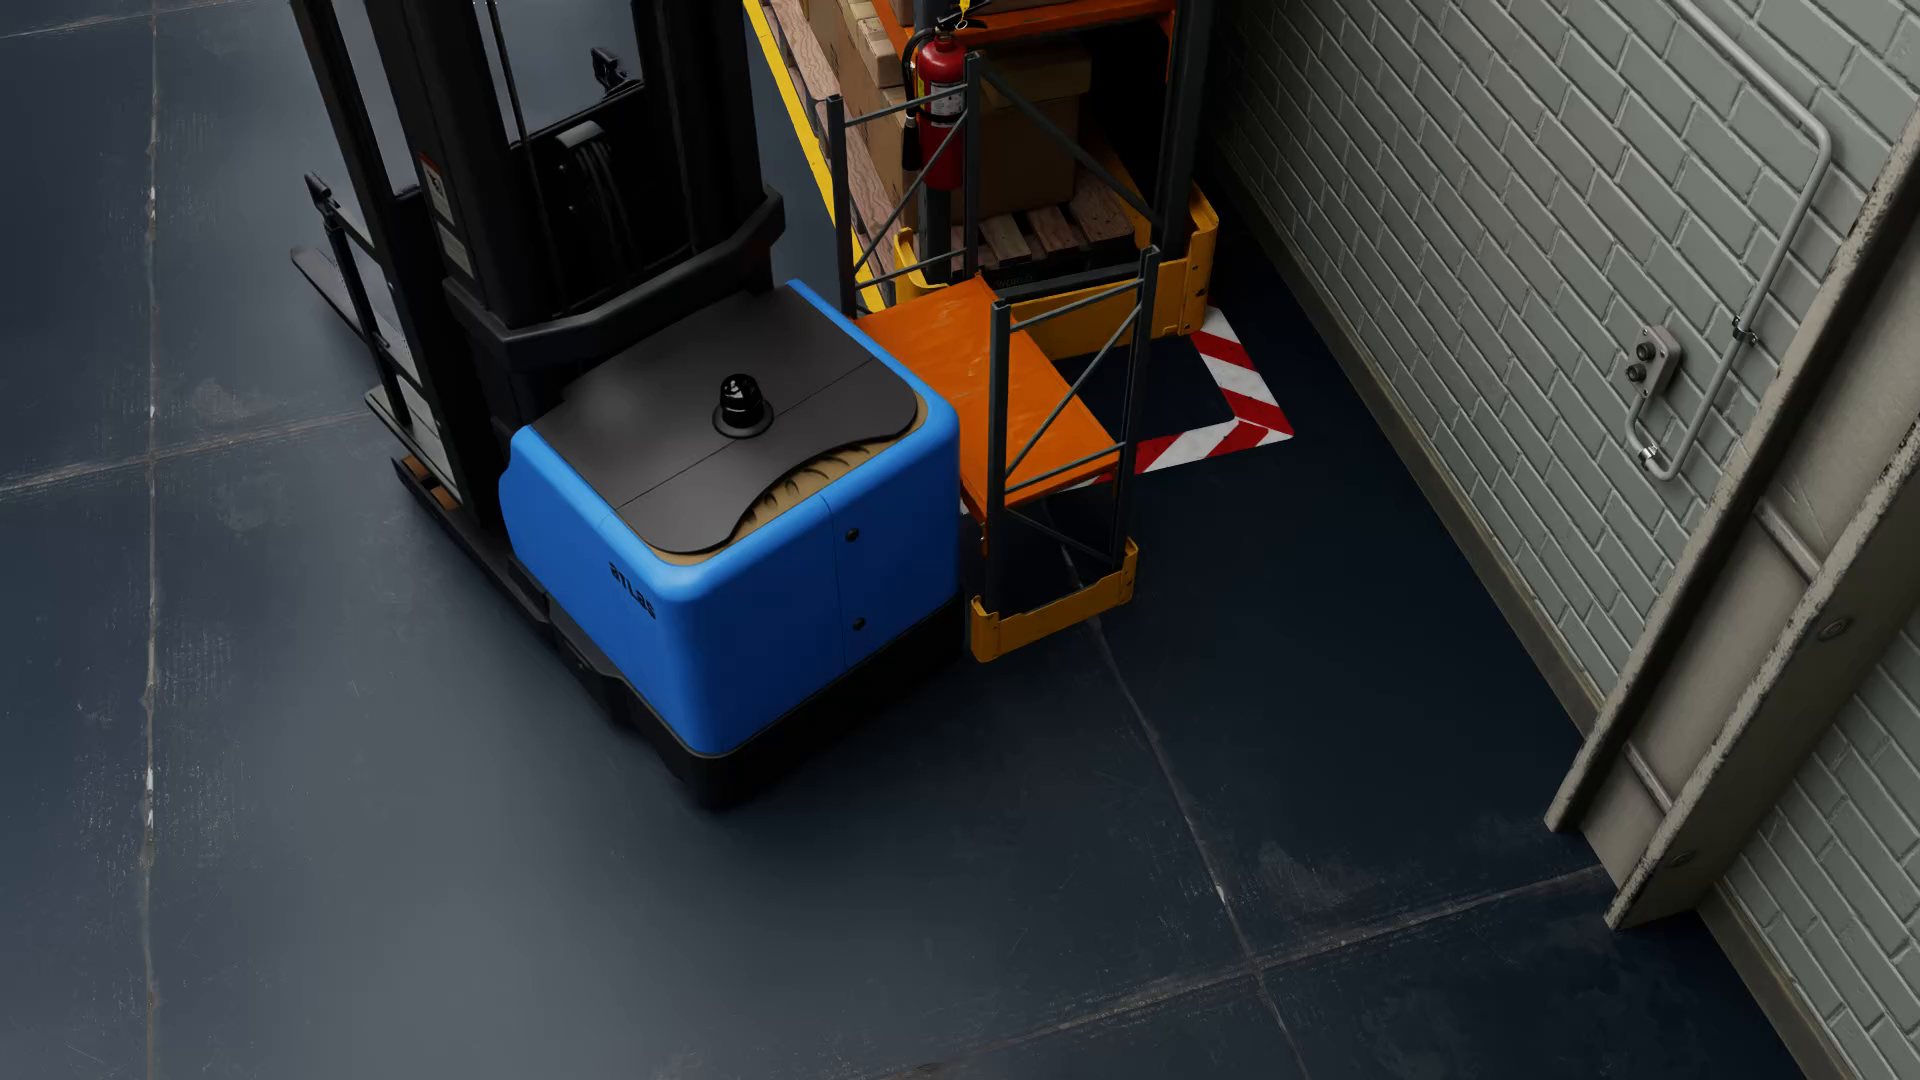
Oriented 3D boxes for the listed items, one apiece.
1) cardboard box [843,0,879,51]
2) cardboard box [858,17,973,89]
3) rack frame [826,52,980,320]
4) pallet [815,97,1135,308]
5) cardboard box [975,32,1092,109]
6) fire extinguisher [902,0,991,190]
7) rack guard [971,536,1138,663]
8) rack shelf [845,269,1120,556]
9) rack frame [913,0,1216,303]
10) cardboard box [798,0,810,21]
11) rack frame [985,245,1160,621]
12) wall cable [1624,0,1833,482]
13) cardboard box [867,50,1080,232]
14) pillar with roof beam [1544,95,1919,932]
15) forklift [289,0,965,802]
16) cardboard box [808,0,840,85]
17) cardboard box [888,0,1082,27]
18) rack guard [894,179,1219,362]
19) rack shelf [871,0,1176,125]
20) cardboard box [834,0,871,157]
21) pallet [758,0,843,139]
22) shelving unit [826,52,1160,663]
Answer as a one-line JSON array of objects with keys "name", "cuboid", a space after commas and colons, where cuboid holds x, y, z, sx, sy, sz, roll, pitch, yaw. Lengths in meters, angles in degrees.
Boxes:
[{"name": "cardboard box", "cuboid": [-0.244, -2.059, 6.460, 0.380, 0.149, 0.250, -12, 51, -10]}, {"name": "cardboard box", "cuboid": [-0.168, -1.872, 6.302, 0.380, 0.149, 0.250, -14, 51, -11]}, {"name": "rack frame", "cuboid": [-0.166, -0.897, 5.525, 0.500, 1.500, 0.032, -22, 53, -17]}, {"name": "pallet", "cuboid": [0.035, -1.460, 6.842, 1.003, 0.211, 1.213, -13, 51, -11]}, {"name": "cardboard box", "cuboid": [0.272, -1.773, 6.219, 0.380, 0.149, 0.250, -13, 51, -11]}, {"name": "fire extinguisher", "cuboid": [-0.050, -1.432, 5.290, 0.296, 0.674, 0.183, -13, 51, -11]}, {"name": "rack guard", "cuboid": [0.307, 0.193, 5.424, 0.587, 0.250, 0.087, -22, 53, -17]}, {"name": "rack shelf", "cuboid": [0.071, -0.437, 5.373, 0.538, 0.185, 1.000, -22, 53, -17]}, {"name": "rack frame", "cuboid": [0.347, -1.792, 5.299, 1.000, 3.000, 0.127, -13, 51, -11]}, {"name": "cardboard box", "cuboid": [-0.418, -2.731, 7.450, 0.700, 0.500, 0.500, -12, 51, -10]}, {"name": "rack frame", "cuboid": [0.308, -0.209, 4.945, 0.500, 1.500, 0.032, -22, 53, -17]}, {"name": "wall cable", "cuboid": [1.629, -1.398, 4.302, 0.084, 1.984, 1.851, -13, 51, -11]}, {"name": "cardboard box", "cuboid": [0.044, -1.610, 6.506, 0.700, 0.500, 0.500, -13, 51, -11]}, {"name": "pillar with roof beam", "cuboid": [-2.141, -0.976, 0.687, 9.100, 9.000, 0.400, -13, 51, -11]}, {"name": "forklift", "cuboid": [-1.332, -1.214, 4.856, 1.130, 2.935, 3.031, -34, 58, -25]}, {"name": "cardboard box", "cuboid": [-0.253, -2.343, 7.124, 0.700, 0.500, 0.500, -15, 51, -12]}, {"name": "cardboard box", "cuboid": [0.186, -2.259, 5.496, 0.980, 0.700, 0.700, -11, 51, -9]}, {"name": "rack guard", "cuboid": [0.354, -0.969, 6.240, 1.175, 0.500, 0.348, -13, 51, -11]}, {"name": "rack shelf", "cuboid": [-0.245, -3.021, 6.805, 1.077, 0.370, 4.000, -13, 51, -11]}, {"name": "cardboard box", "cuboid": [-0.104, -1.976, 6.814, 0.700, 0.500, 0.500, -13, 51, -11]}, {"name": "pallet", "cuboid": [-0.322, -2.349, 7.592, 1.003, 0.211, 1.213, -13, 51, -11]}, {"name": "shelving unit", "cuboid": [0.075, -0.547, 5.230, 0.587, 1.500, 1.083, -22, 53, -17]}]
